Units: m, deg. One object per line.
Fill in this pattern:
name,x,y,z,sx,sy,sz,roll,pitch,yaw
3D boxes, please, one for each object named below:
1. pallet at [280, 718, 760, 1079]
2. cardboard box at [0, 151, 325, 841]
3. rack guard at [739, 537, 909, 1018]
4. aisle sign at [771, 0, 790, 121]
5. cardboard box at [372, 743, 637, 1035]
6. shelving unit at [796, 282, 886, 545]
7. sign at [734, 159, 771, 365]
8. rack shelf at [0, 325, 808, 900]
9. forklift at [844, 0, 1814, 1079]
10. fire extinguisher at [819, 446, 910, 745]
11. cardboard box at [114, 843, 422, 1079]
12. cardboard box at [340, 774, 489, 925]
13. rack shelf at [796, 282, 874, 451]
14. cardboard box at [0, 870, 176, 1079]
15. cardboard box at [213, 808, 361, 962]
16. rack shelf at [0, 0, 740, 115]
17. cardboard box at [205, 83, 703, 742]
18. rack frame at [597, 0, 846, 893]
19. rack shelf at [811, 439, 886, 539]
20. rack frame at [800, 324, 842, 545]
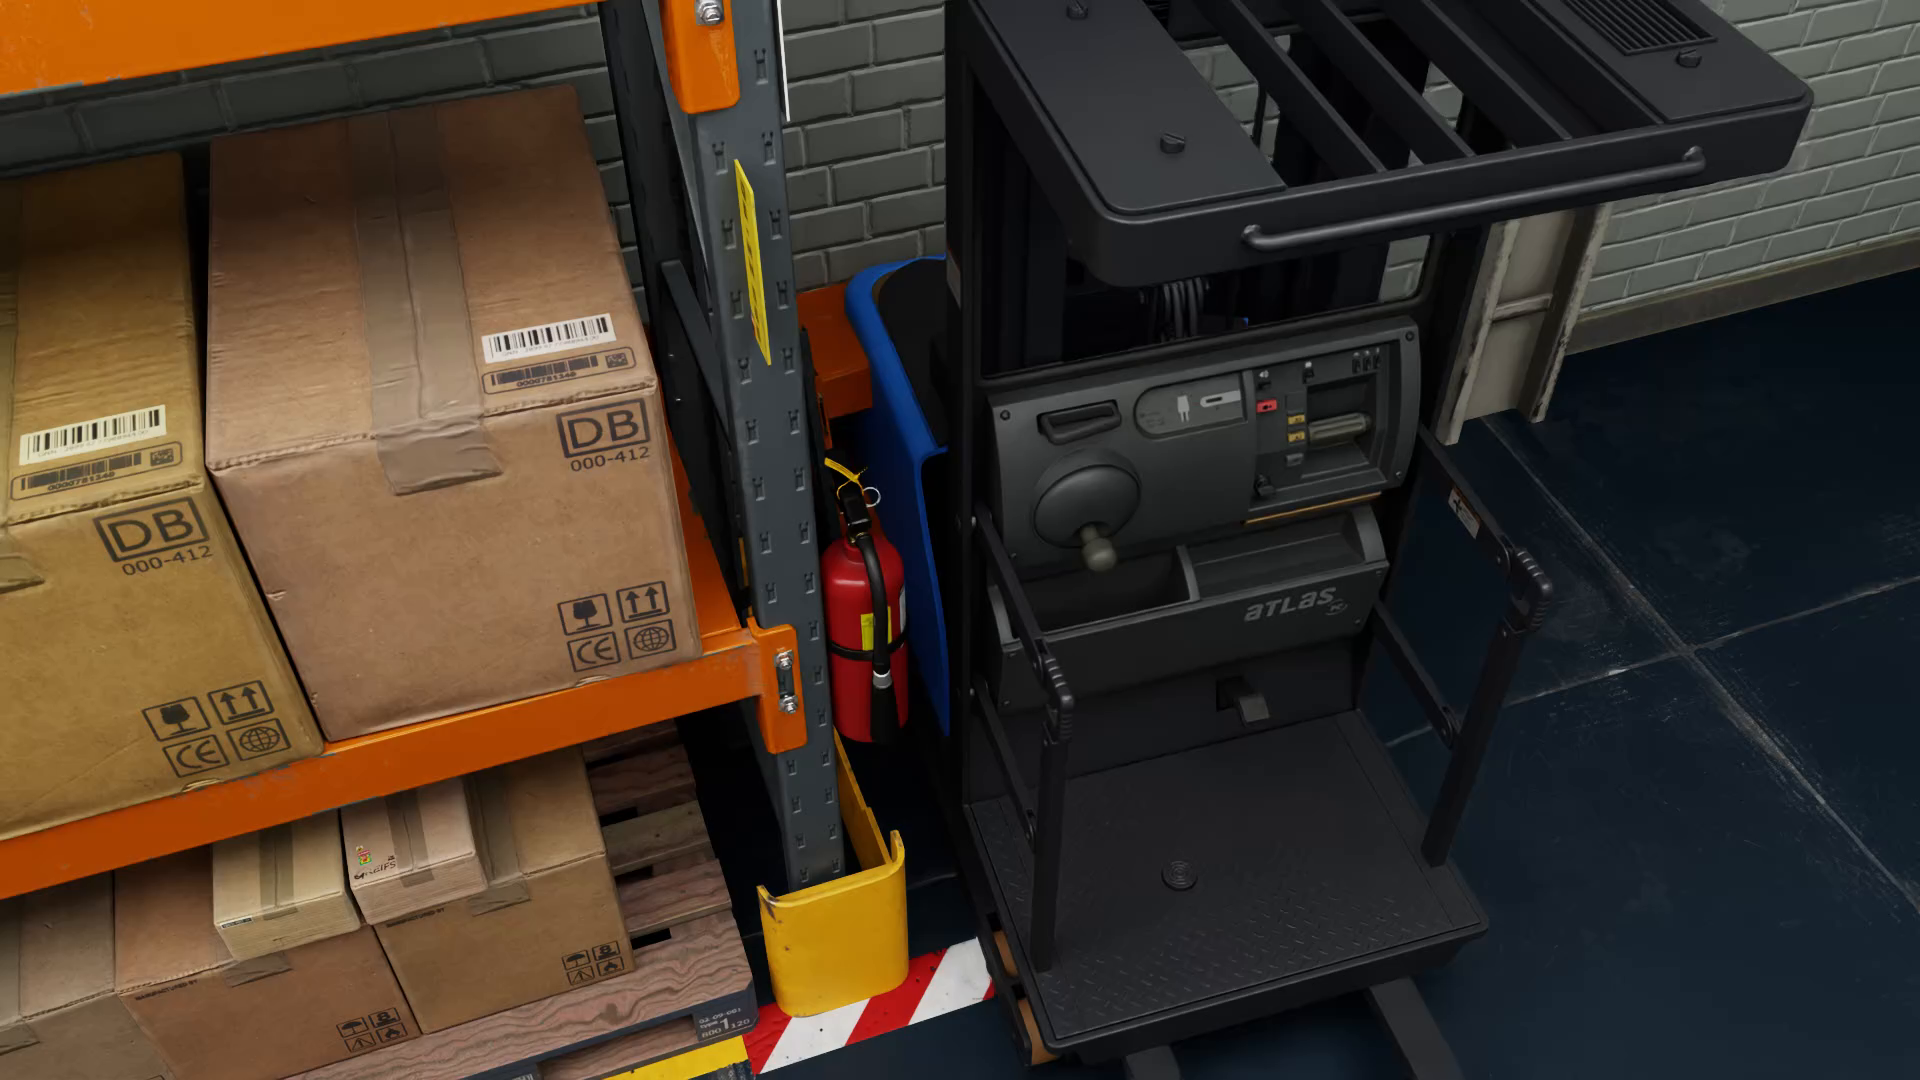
pallet,-1.217,0.931,4.173,1.213,0.211,1.003,-14,47,-14
cardboard box,-1.648,-0.092,3.012,0.700,0.700,0.980,-15,47,-14
rack guard,-0.469,0.579,4.320,0.348,0.500,1.175,-14,47,-14
aisle sign,-0.322,-1.033,2.326,0.004,0.787,0.394,-14,47,-14
cardboard box,-1.116,0.671,3.931,0.500,0.500,0.700,-14,47,-14
shelving unit,0.025,-0.356,4.782,1.048,1.125,0.538,-19,39,-16
sign,-0.320,-0.425,2.571,0.005,0.325,0.100,-14,47,-14
rack shelf,-2.373,0.437,3.204,4.000,0.370,1.077,-14,47,-14
forklift,0.580,-0.100,3.280,1.130,2.935,3.031,-12,46,-12
fire extinguisher,-0.193,0.132,3.318,0.183,0.674,0.296,-14,47,-14
cardboard box,-1.587,0.792,3.811,0.500,0.500,0.700,-14,47,-14
cardboard box,-1.175,0.595,3.550,0.250,0.149,0.380,-15,47,-14
rack shelf,-0.001,-0.587,4.605,1.000,0.278,0.538,-19,39,-16
cardboard box,-2.060,0.913,3.690,0.500,0.500,0.700,-16,47,-15
cardboard box,-1.415,0.657,3.488,0.250,0.149,0.380,-13,47,-13
rack shelf,-2.373,-0.622,2.142,4.000,0.370,1.077,-14,47,-14
cardboard box,-0.968,-0.274,3.194,0.700,0.700,0.980,-12,46,-12
rack frame,-0.492,-0.298,3.429,0.127,3.000,1.000,-14,47,-14
rack shelf,0.047,-0.162,4.930,1.000,0.278,0.538,-19,39,-16
rack frame,-0.439,-0.200,4.646,0.032,1.125,0.500,-19,39,-16
